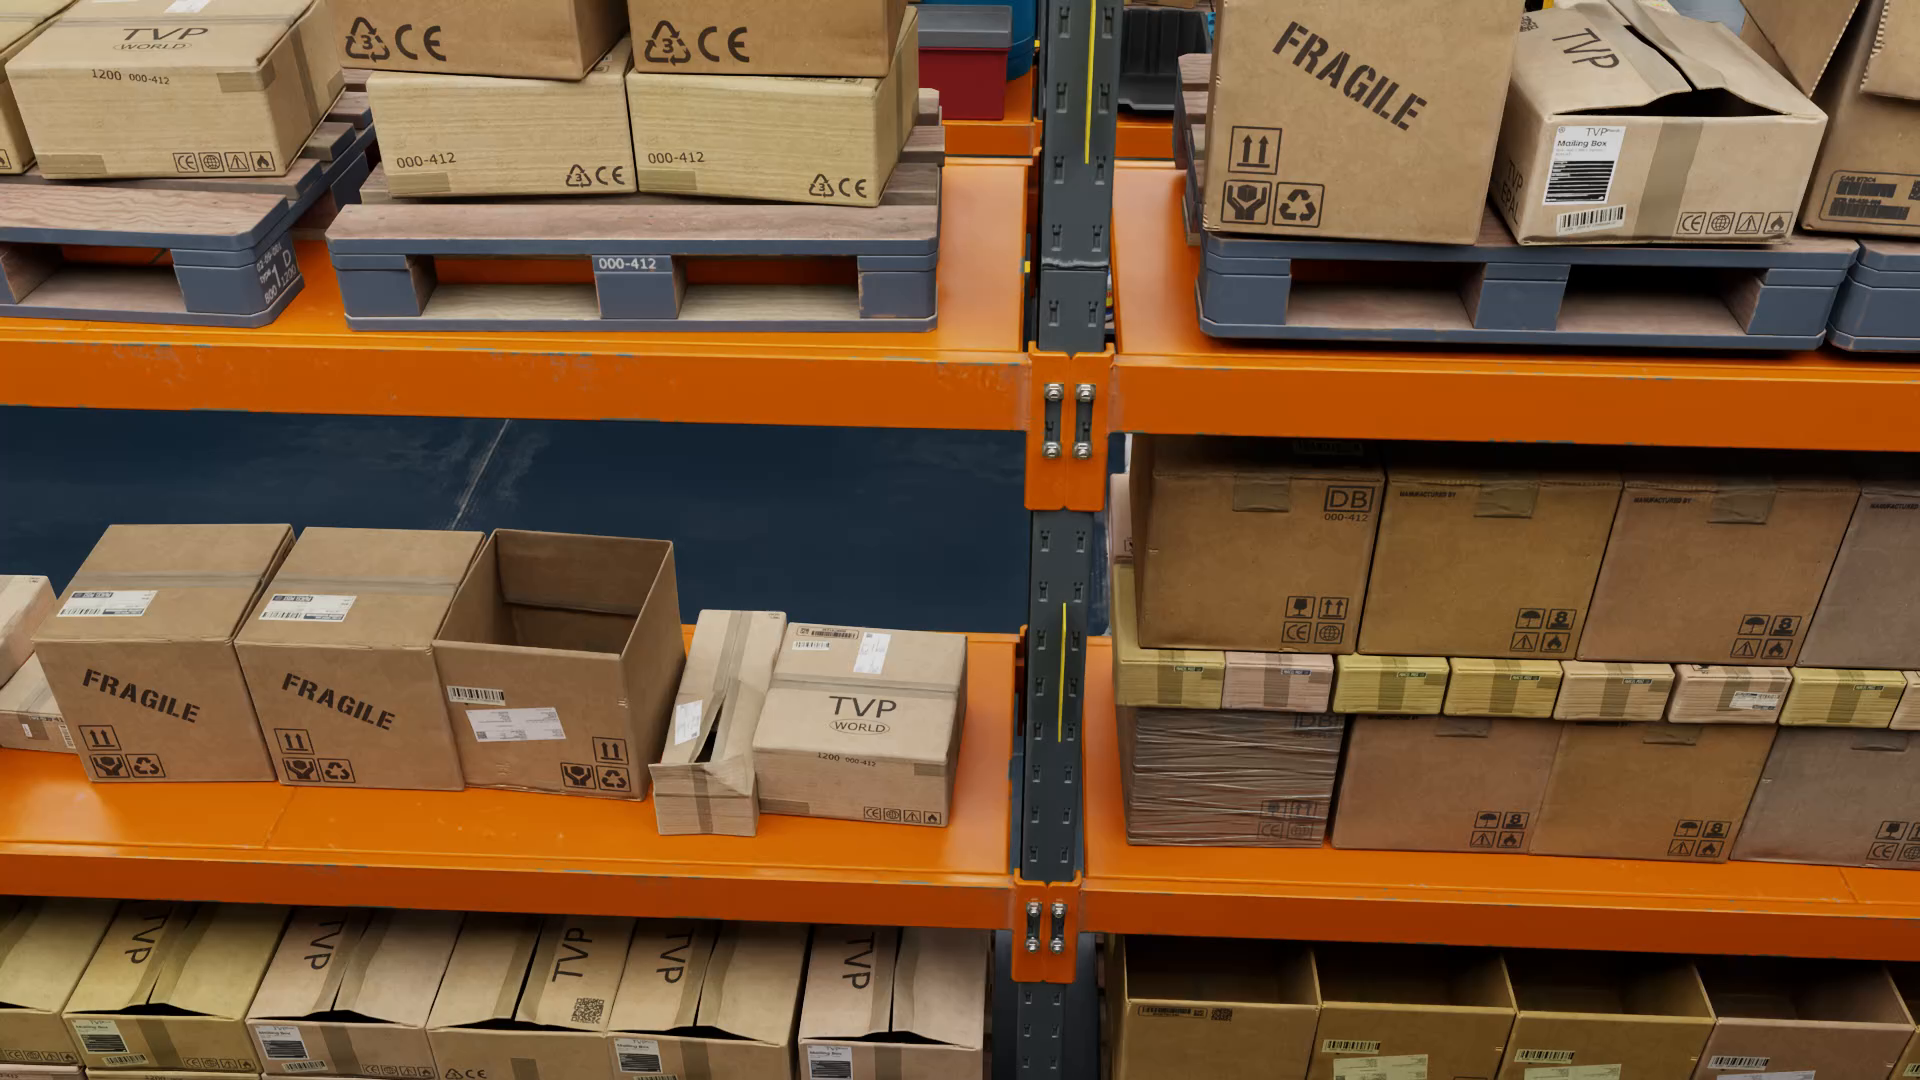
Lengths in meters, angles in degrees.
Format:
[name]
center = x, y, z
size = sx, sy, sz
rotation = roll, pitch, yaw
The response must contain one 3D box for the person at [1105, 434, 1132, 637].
[person]
center = 0.729, 0.102, 5.989
size = 0.508, 1.691, 0.477
rotation = 2, 36, 2
